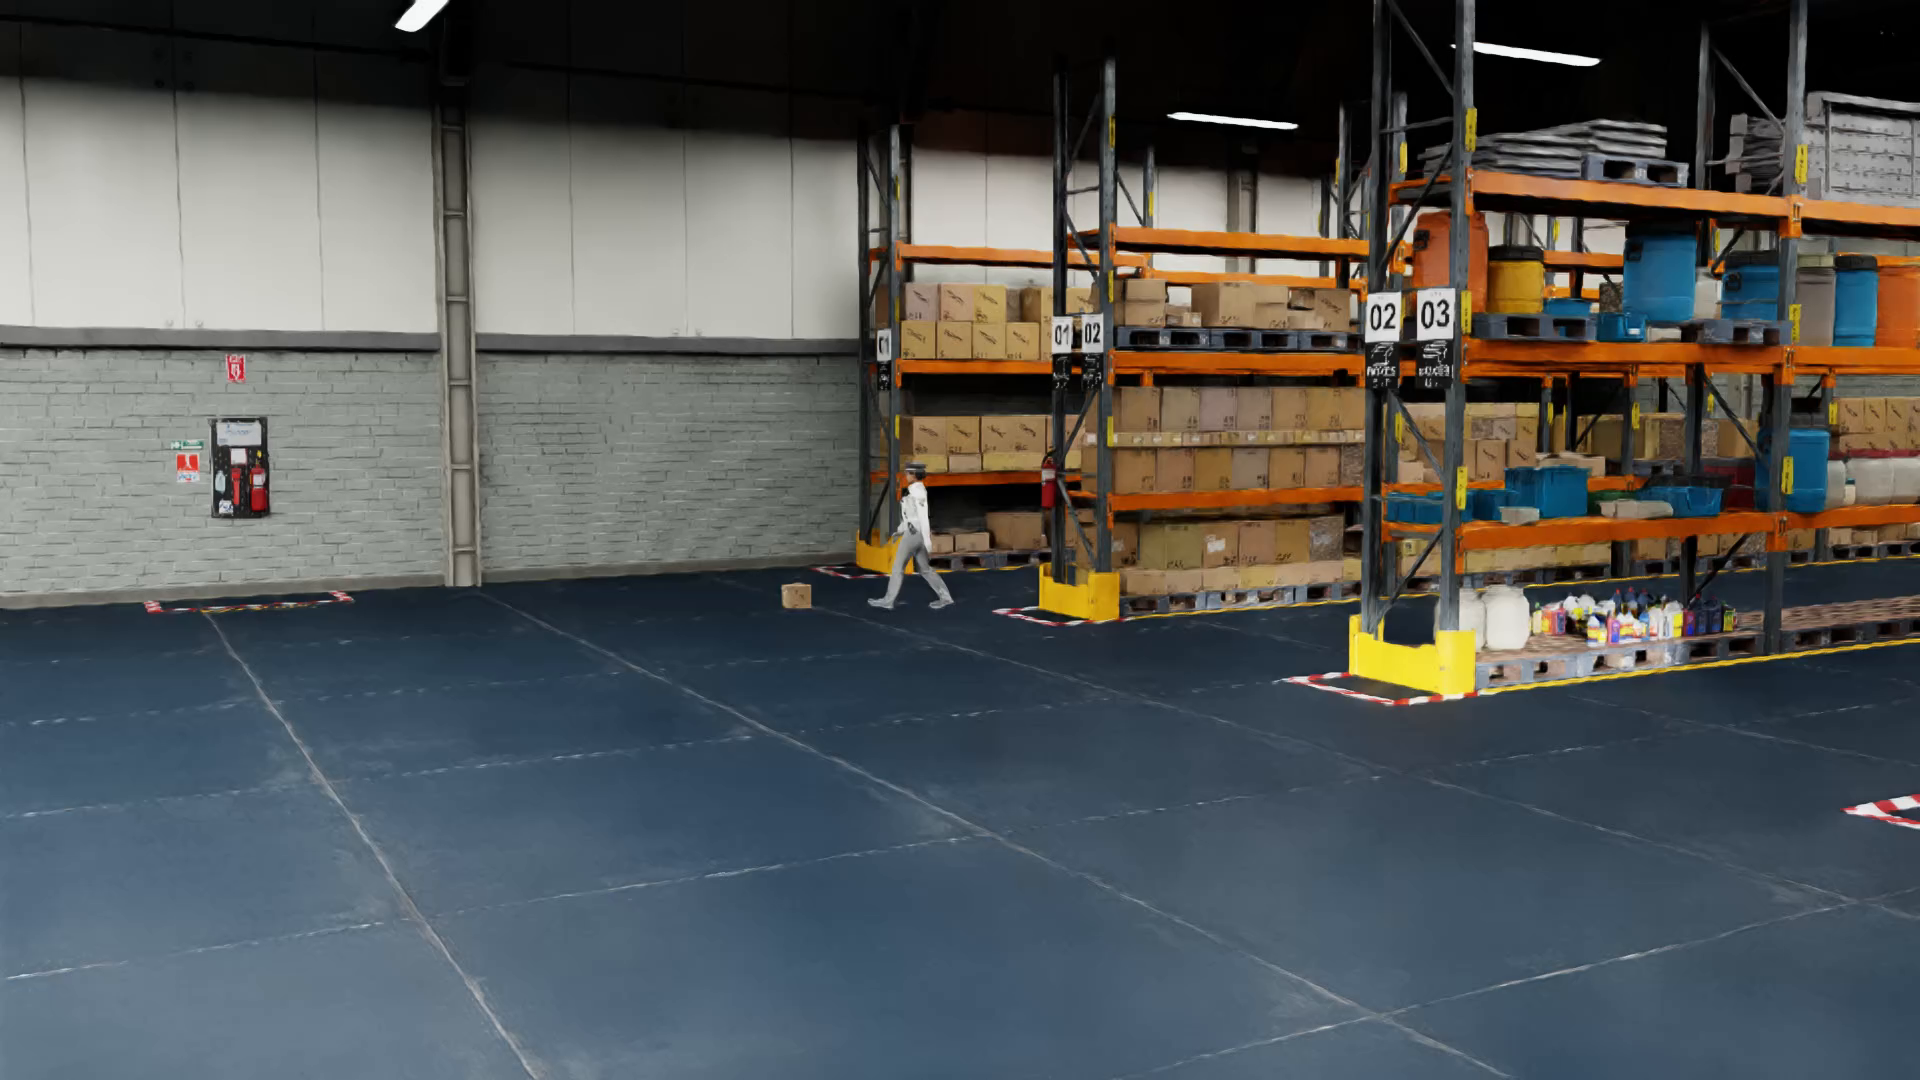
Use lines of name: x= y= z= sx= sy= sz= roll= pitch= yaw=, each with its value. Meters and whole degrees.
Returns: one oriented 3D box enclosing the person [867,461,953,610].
person: x=-0.541 y=-0.053 z=18.083 sx=0.940 sy=1.615 sz=0.557 roll=0 pitch=5 yaw=0
